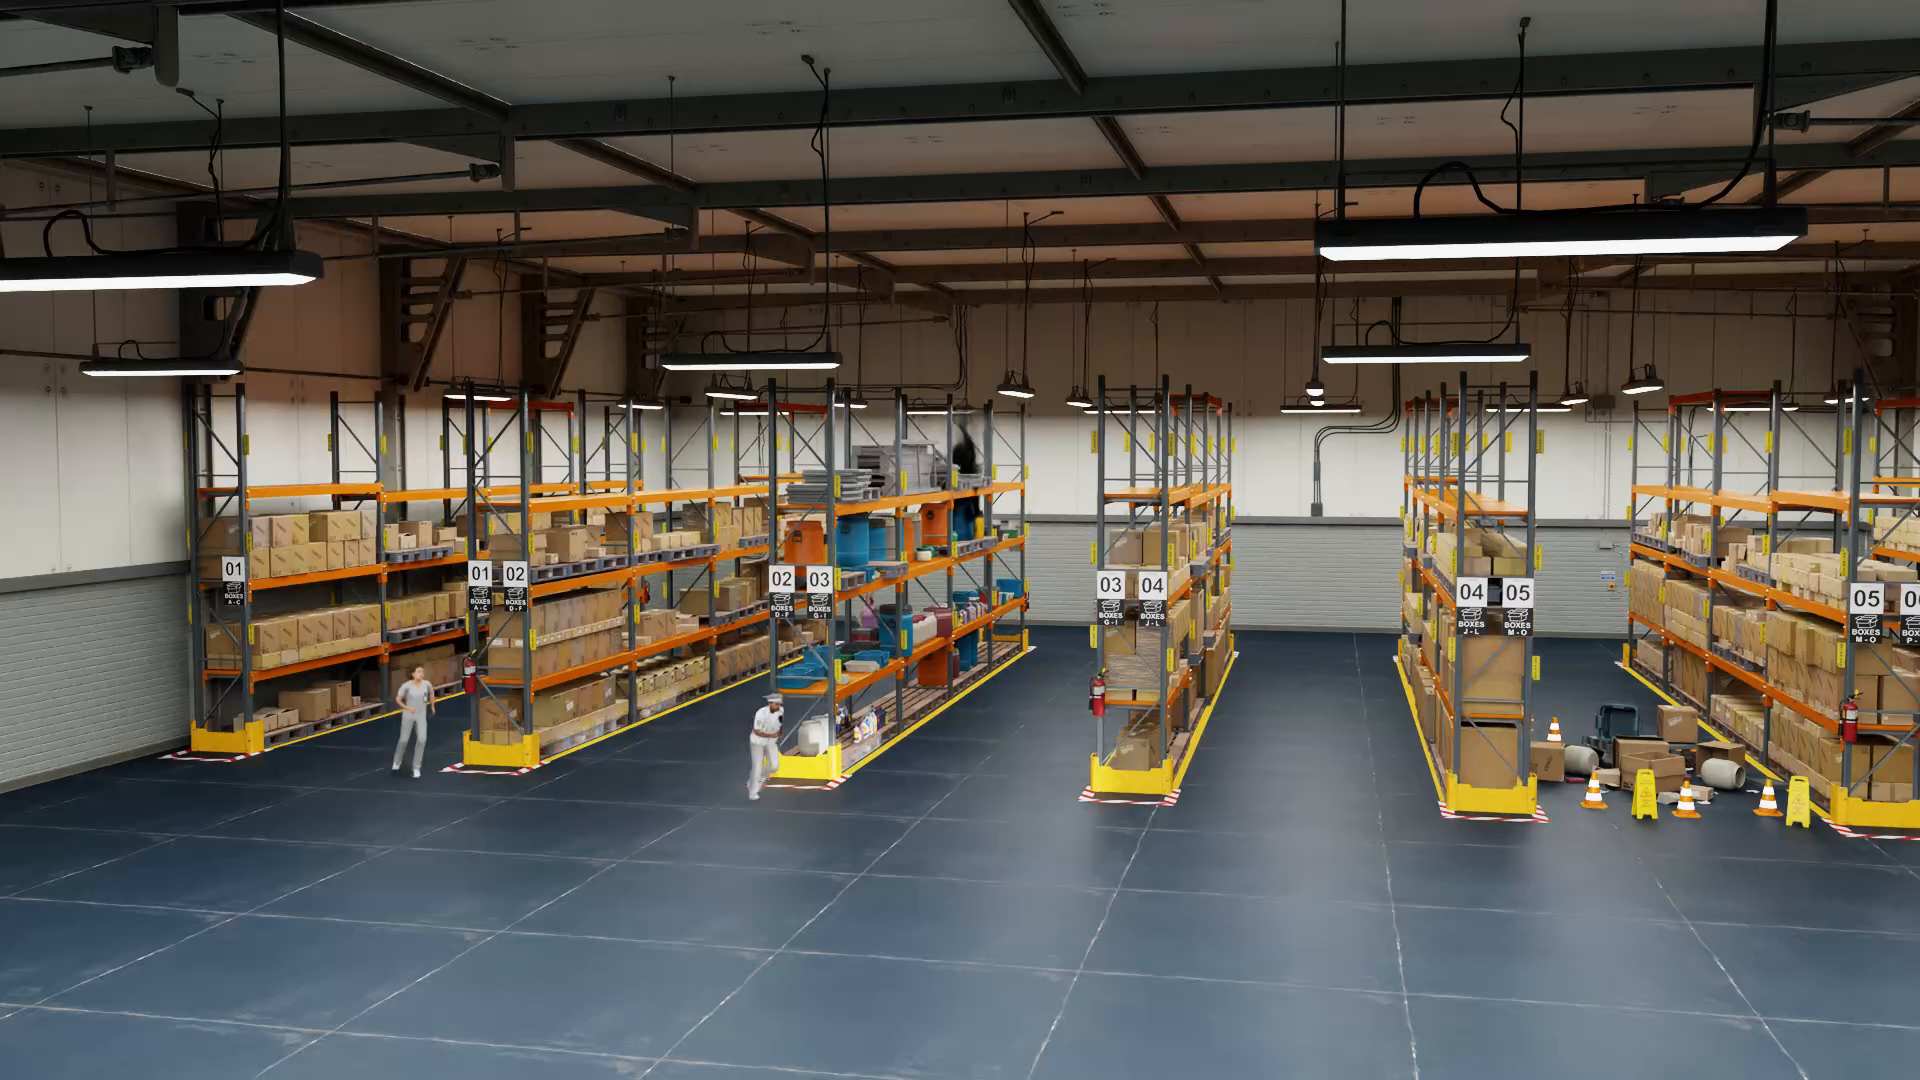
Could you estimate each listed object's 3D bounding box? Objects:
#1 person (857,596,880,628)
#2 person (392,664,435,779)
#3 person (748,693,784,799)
[{"bbox_3d":[-1.952,1.997,36.048,0.578,1.546,0.546,1,3,13],"label":"person"},{"bbox_3d":[-8.277,2.725,25.292,0.652,1.692,0.781,-2,4,-32],"label":"person"},{"bbox_3d":[-2.678,2.898,23.470,0.588,1.540,0.807,-3,4,-38],"label":"person"}]
